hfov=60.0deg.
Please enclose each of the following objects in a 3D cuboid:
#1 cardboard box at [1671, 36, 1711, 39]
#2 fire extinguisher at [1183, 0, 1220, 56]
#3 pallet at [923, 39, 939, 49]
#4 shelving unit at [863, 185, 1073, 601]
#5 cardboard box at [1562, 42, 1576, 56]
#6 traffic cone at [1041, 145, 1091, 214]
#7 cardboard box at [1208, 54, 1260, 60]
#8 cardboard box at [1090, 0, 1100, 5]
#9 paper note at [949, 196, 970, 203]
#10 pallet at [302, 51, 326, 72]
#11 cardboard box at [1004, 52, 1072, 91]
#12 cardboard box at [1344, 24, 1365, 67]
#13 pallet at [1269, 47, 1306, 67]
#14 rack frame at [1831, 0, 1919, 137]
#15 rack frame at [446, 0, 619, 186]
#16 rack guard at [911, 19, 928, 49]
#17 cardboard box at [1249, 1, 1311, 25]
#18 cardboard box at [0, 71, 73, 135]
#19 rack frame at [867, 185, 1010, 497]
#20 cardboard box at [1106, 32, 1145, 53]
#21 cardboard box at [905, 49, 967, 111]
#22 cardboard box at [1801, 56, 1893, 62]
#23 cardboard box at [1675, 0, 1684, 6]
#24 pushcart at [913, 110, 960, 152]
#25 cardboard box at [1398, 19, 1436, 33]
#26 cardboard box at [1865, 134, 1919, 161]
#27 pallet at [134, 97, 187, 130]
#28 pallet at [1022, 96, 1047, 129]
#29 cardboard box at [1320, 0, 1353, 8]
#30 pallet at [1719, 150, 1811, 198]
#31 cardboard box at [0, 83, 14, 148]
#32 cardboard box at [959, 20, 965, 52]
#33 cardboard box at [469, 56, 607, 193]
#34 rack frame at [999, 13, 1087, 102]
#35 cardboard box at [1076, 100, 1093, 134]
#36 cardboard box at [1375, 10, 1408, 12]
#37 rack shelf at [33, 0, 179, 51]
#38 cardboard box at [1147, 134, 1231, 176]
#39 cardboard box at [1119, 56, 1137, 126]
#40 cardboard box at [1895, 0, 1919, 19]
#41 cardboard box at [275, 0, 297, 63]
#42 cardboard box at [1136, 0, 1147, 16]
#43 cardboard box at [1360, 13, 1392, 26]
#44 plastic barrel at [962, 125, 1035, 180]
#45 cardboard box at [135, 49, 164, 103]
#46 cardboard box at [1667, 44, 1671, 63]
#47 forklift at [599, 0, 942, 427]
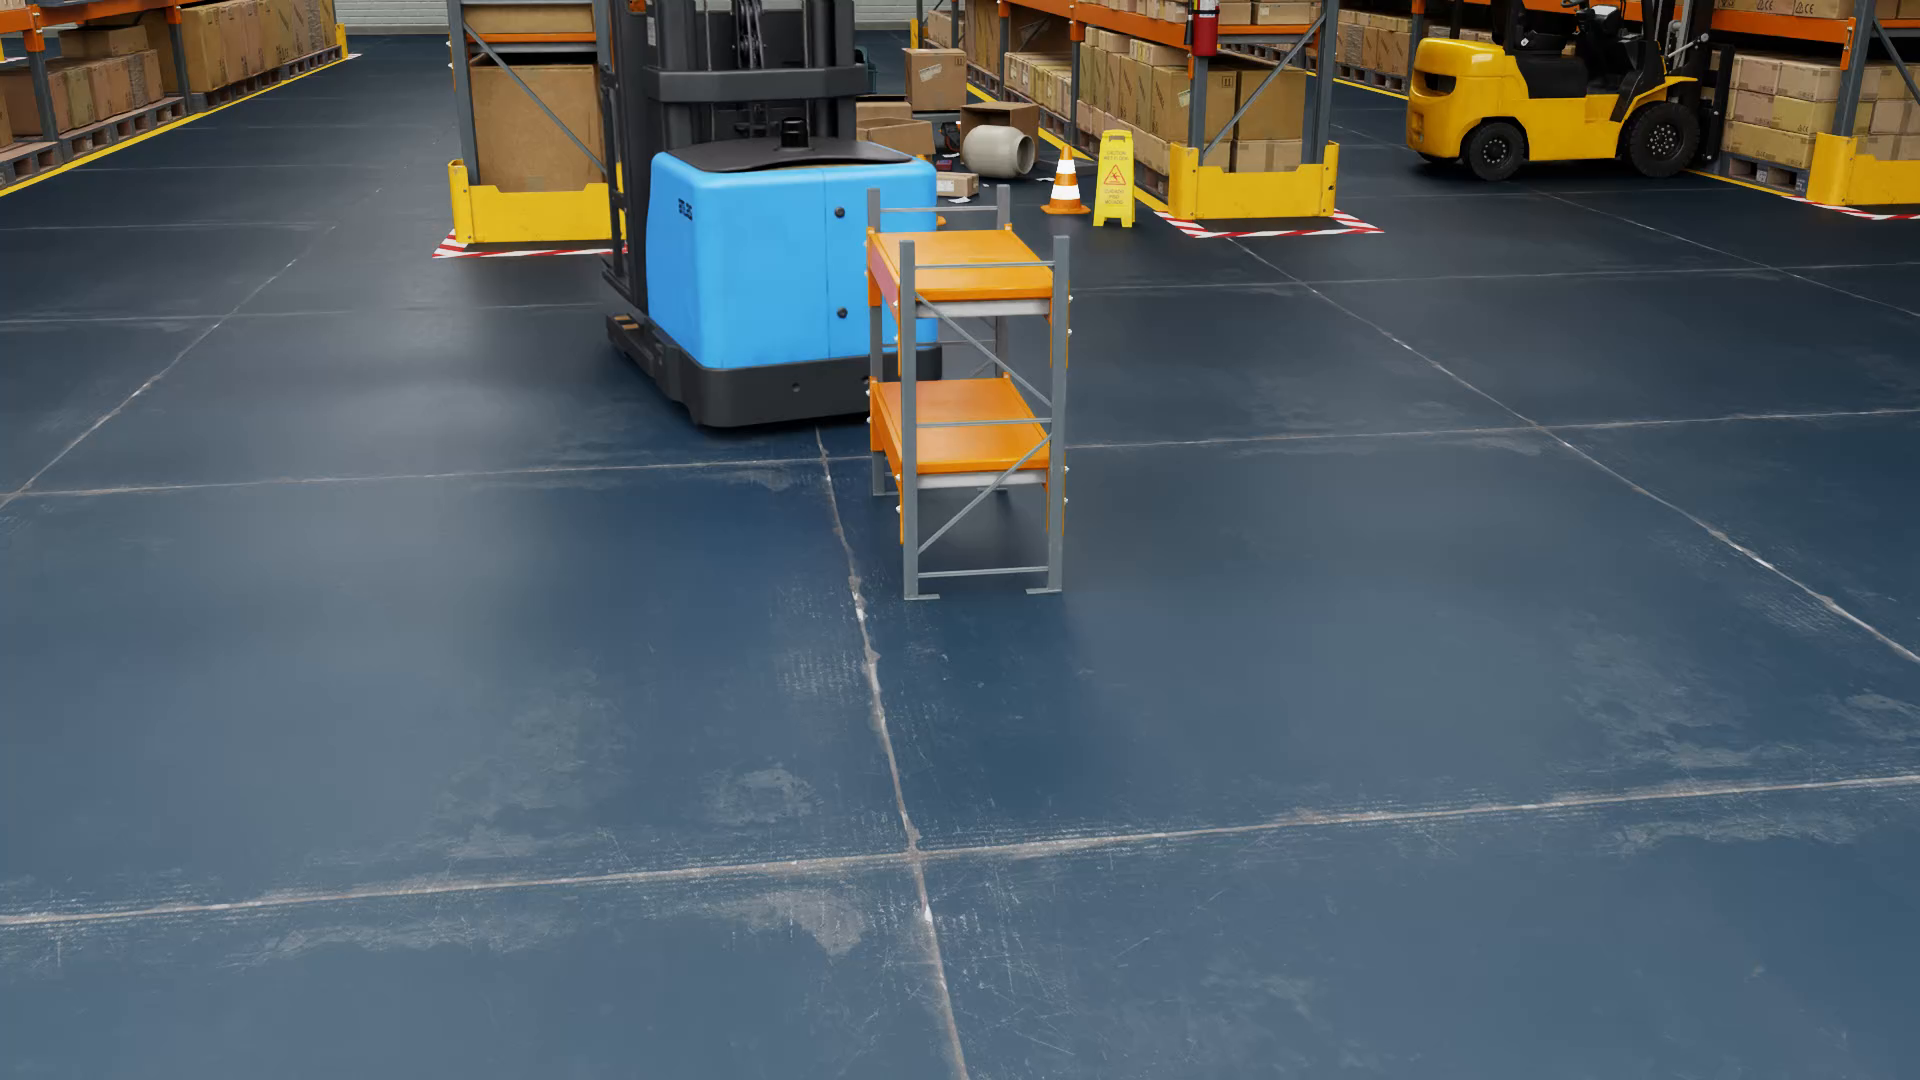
[{"bbox_3d":[6.709,-4.590,15.618,0.500,0.250,0.500,-3,21,-7],"label":"cardboard box"},{"bbox_3d":[1.673,-3.638,11.279,0.296,0.674,0.183,-3,21,-8],"label":"fire extinguisher"},{"bbox_3d":[-0.001,-7.697,26.023,1.003,0.211,1.213,-3,21,-8],"label":"pallet"},{"bbox_3d":[-0.001,-0.529,5.526,0.538,1.125,1.048,-3,21,-8],"label":"shelving unit"},{"bbox_3d":[6.361,-4.638,16.640,0.875,0.625,0.625,-2,21,-5],"label":"cardboard box"},{"bbox_3d":[0.774,-2.632,12.102,0.336,0.463,0.334,-3,21,-8],"label":"traffic cone"},{"bbox_3d":[2.122,-3.653,13.468,0.500,0.500,0.500,-3,21,-7],"label":"cardboard box"},{"bbox_3d":[1.351,-4.794,14.623,0.380,0.149,0.250,-2,21,-6],"label":"cardboard box"},{"bbox_3d":[0.006,-2.573,12.561,0.148,0.019,0.142,-11,23,-26],"label":"paper note"},{"bbox_3d":[-9.635,-6.776,23.557,1.003,0.211,1.213,-3,21,-8],"label":"pallet"},{"bbox_3d":[1.031,-5.276,18.711,0.950,0.372,0.625,-4,21,-11],"label":"cardboard box"},{"bbox_3d":[5.364,-6.453,21.680,0.500,0.500,0.500,-4,21,-10],"label":"cardboard box"},{"bbox_3d":[5.196,-7.075,24.356,1.003,0.211,1.213,-3,21,-8],"label":"pallet"},{"bbox_3d":[7.024,-3.988,12.108,1.000,3.000,0.127,-3,21,-8],"label":"rack frame"},{"bbox_3d":[-2.771,-3.452,10.672,1.000,3.000,0.127,-3,21,-8],"label":"rack frame"},{"bbox_3d":[-0.198,-8.114,26.726,1.175,0.500,0.348,-3,21,-8],"label":"rack guard"},{"bbox_3d":[2.268,-3.747,11.821,0.380,0.149,0.250,-3,21,-8],"label":"cardboard box"},{"bbox_3d":[-8.338,-3.871,14.736,0.700,0.500,0.500,-5,21,-12],"label":"cardboard box"},{"bbox_3d":[-0.074,-0.705,5.997,0.500,1.125,0.032,-3,21,-8],"label":"rack frame"},{"bbox_3d":[1.430,-4.150,13.872,0.380,0.149,0.250,-2,21,-5],"label":"cardboard box"},{"bbox_3d":[-0.221,-4.205,15.179,0.500,0.500,0.500,-3,21,-8],"label":"cardboard box"},{"bbox_3d":[7.066,-3.714,13.274,0.500,0.250,0.500,-3,21,-8],"label":"cardboard box"},{"bbox_3d":[6.418,-4.899,14.402,0.500,0.500,0.500,-3,21,-8],"label":"cardboard box"},{"bbox_3d":[-0.713,-3.761,15.247,1.648,0.377,0.936,-11,23,-26],"label":"pushcart"},{"bbox_3d":[5.549,-6.246,20.198,0.380,0.149,0.250,-4,21,-10],"label":"cardboard box"},{"bbox_3d":[7.146,-3.077,12.997,0.500,0.250,0.500,-3,21,-8],"label":"cardboard box"},{"bbox_3d":[-8.736,-4.430,17.275,1.003,0.211,1.213,-3,21,-8],"label":"pallet"},{"bbox_3d":[1.243,-4.508,17.485,1.003,0.211,1.213,-3,21,-8],"label":"pallet"},{"bbox_3d":[5.167,-7.387,22.827,0.380,0.149,0.250,-4,21,-10],"label":"cardboard box"},{"bbox_3d":[6.872,-2.945,13.299,1.003,0.211,1.213,-3,21,-8],"label":"pallet"},{"bbox_3d":[-8.253,-3.507,13.791,0.500,0.500,0.500,-4,21,-9],"label":"cardboard box"},{"bbox_3d":[0.398,-7.111,23.529,0.875,0.438,0.875,-3,21,-9],"label":"cardboard box"},{"bbox_3d":[-2.935,-2.885,11.590,0.875,0.875,0.875,-3,21,-7],"label":"cardboard box"},{"bbox_3d":[0.959,-6.507,18.850,1.000,3.000,0.127,-3,21,-8],"label":"rack frame"},{"bbox_3d":[1.354,-3.812,14.966,0.500,0.250,0.500,-4,21,-10],"label":"cardboard box"},{"bbox_3d":[5.768,-7.000,22.216,0.380,0.149,0.250,-2,21,-6],"label":"cardboard box"},{"bbox_3d":[-8.559,-4.977,15.784,1.077,0.370,4.000,-3,21,-8],"label":"rack shelf"},{"bbox_3d":[1.726,-2.920,12.577,0.500,0.250,0.500,-3,21,-8],"label":"cardboard box"},{"bbox_3d":[1.594,-3.617,13.370,0.500,0.500,0.500,-3,21,-9],"label":"cardboard box"},{"bbox_3d":[7.227,-4.221,12.587,0.500,0.500,0.500,-2,21,-6],"label":"cardboard box"},{"bbox_3d":[-9.440,-6.826,22.141,0.875,0.875,0.875,-3,21,-8],"label":"cardboard box"},{"bbox_3d":[1.593,-4.177,12.972,0.380,0.149,0.250,-3,21,-8],"label":"cardboard box"},{"bbox_3d":[5.385,-6.707,21.431,0.380,0.149,0.250,-4,21,-10],"label":"cardboard box"},{"bbox_3d":[0.316,-3.169,13.595,0.512,0.421,0.421,12,24,30],"label":"plastic barrel"},{"bbox_3d":[-8.731,-4.811,17.254,0.700,0.500,0.500,-4,21,-11],"label":"cardboard box"},{"bbox_3d":[6.353,-4.218,14.623,0.500,0.250,0.500,-2,21,-6],"label":"cardboard box"},{"bbox_3d":[-1.111,-2.309,7.710,1.130,2.935,3.031,-8,22,-21],"label":"forklift"}]
